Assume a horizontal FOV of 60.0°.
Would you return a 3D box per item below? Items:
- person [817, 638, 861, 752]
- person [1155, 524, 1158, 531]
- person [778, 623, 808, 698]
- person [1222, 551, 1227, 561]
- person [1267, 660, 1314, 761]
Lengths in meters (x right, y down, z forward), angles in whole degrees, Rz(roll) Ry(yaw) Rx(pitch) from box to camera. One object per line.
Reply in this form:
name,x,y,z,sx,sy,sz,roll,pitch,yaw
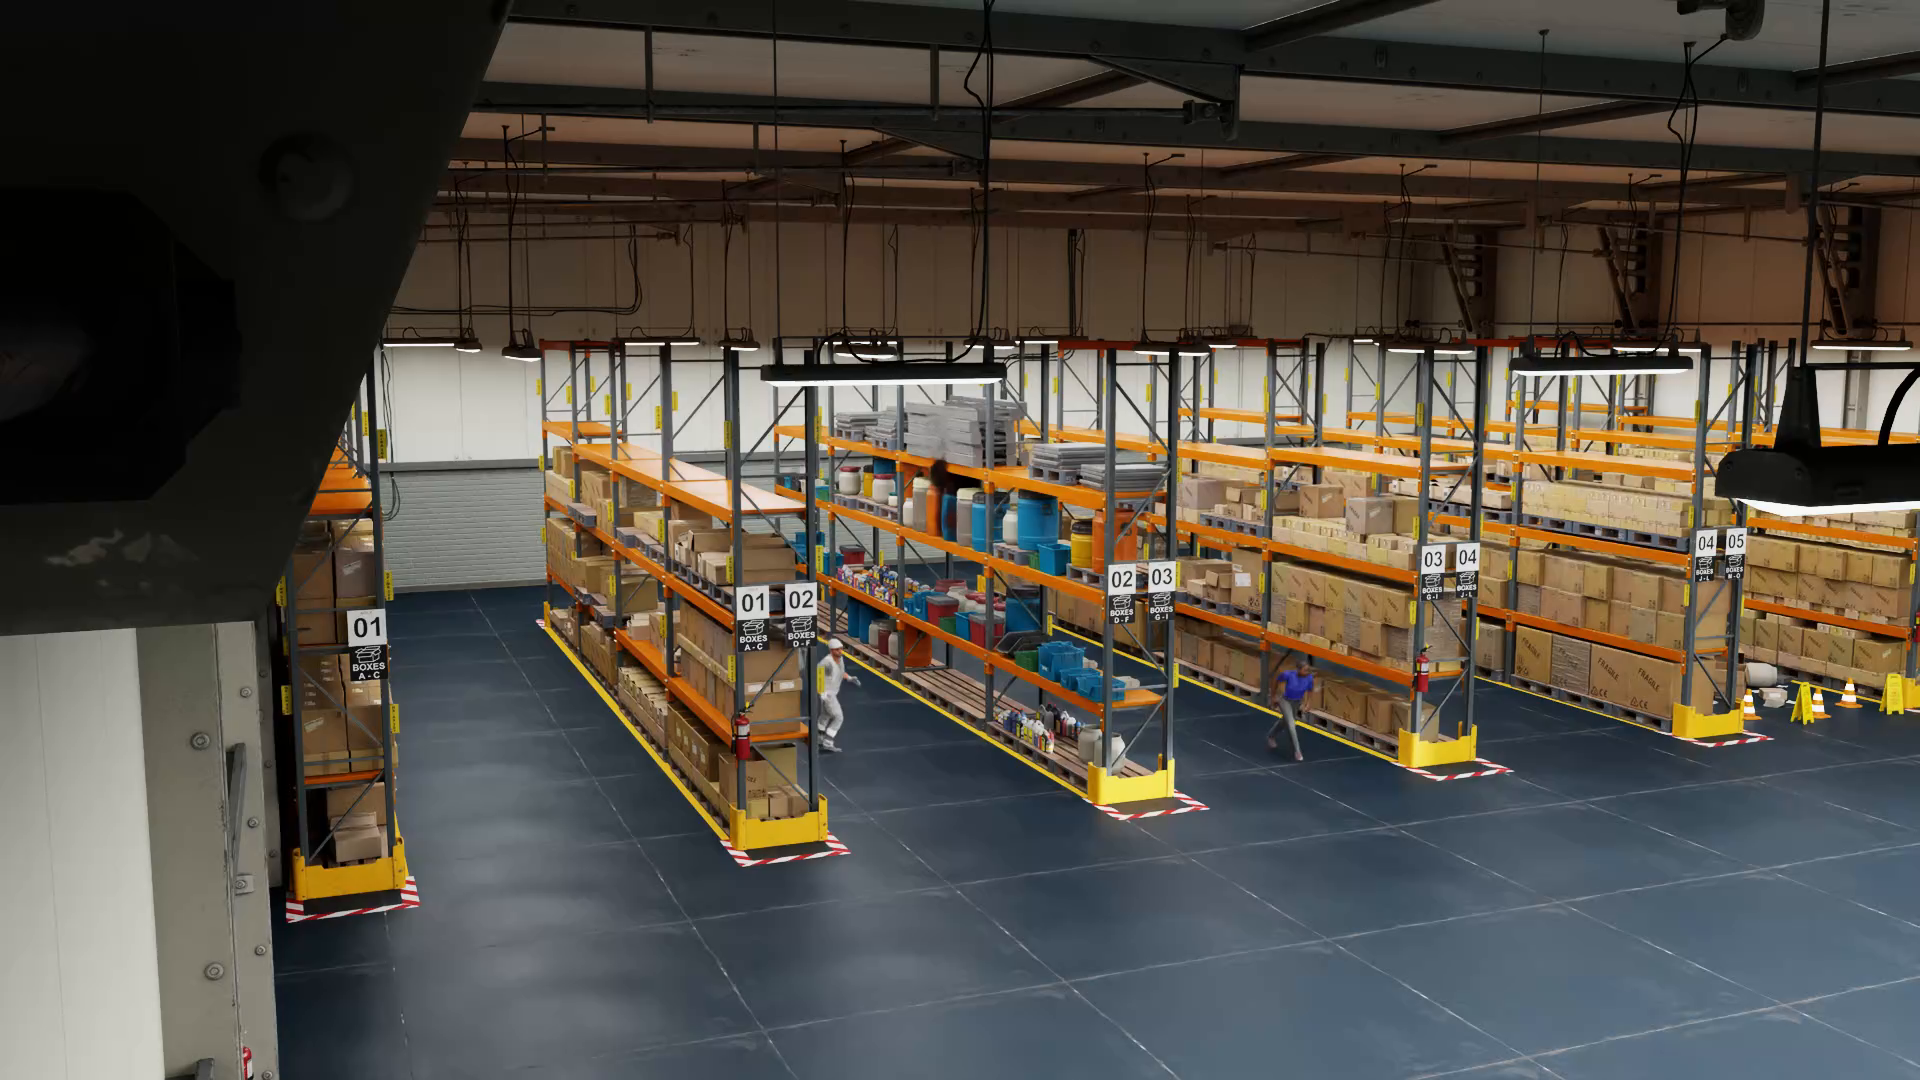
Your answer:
person,-1.879,2.286,24.754,0.793,1.720,0.681,2,8,12
person,4.463,0.435,38.742,0.656,1.752,0.793,-2,8,-18
person,-2.727,1.830,28.240,0.588,1.718,0.685,-5,9,-32
person,7.014,-0.136,43.223,0.872,1.673,0.598,-7,10,-41
person,4.821,2.407,24.423,0.594,1.480,1.036,-2,8,-14
